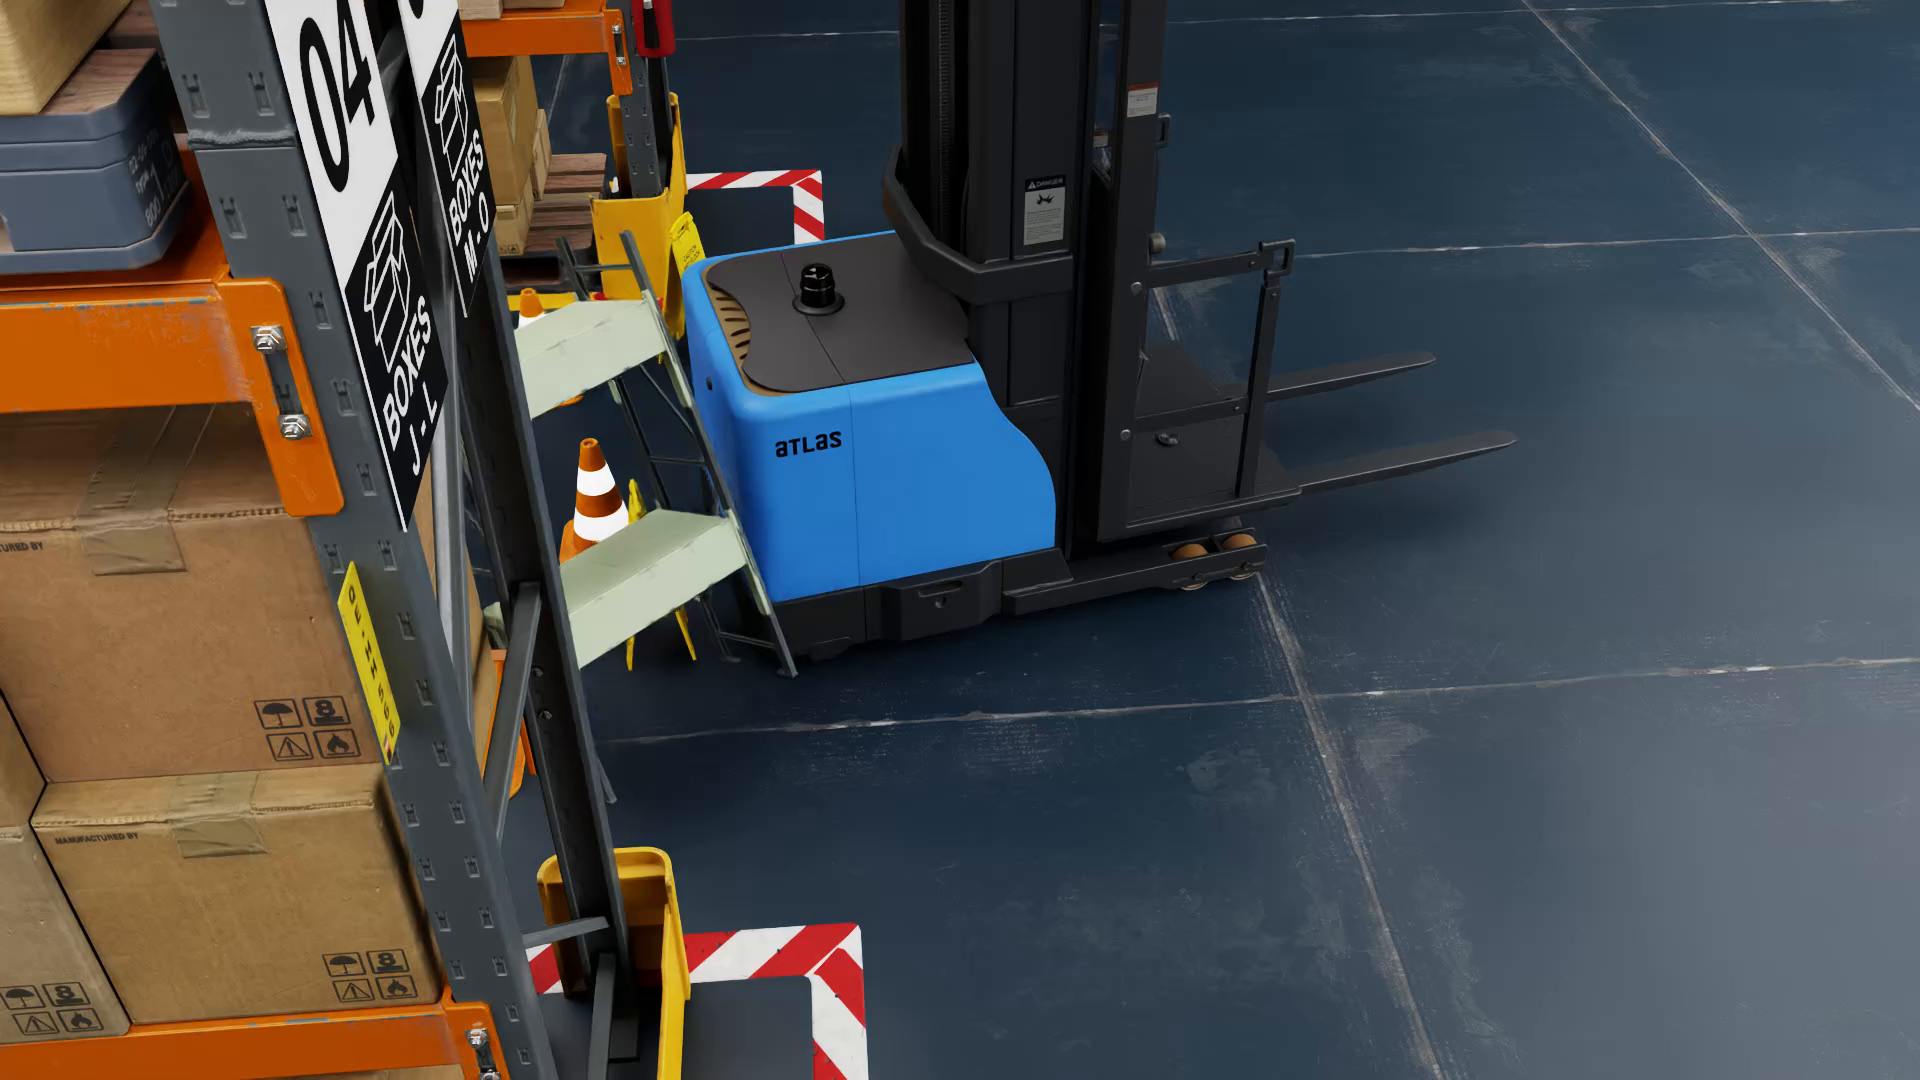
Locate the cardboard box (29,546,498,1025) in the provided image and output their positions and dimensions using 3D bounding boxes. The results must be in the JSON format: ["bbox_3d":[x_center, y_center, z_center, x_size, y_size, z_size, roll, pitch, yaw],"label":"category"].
[{"bbox_3d":[-1.274,0.387,3.217,0.550,0.550,0.875,-3,38,-4],"label":"cardboard box"}]

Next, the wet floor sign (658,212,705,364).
[{"bbox_3d":[-1.163,-1.077,7.094,0.232,0.644,0.267,9,39,12],"label":"wet floor sign"}]

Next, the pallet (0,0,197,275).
[{"bbox_3d":[-1.646,-0.698,2.363,1.213,0.211,1.003,-3,38,-4],"label":"pallet"}]

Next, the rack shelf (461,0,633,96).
[{"bbox_3d":[-3.439,-2.259,7.272,4.000,0.370,1.077,-3,38,-4],"label":"rack shelf"}]

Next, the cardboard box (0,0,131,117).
[{"bbox_3d":[-1.209,-0.658,2.024,0.250,0.149,0.380,-3,38,-4],"label":"cardboard box"}]

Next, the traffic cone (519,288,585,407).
[{"bbox_3d":[-1.761,-0.836,6.936,0.334,0.463,0.336,-3,38,-4],"label":"traffic cone"}]

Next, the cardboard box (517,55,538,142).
[{"bbox_3d":[-2.299,-2.156,7.836,0.500,0.500,0.500,-4,38,-5],"label":"cardboard box"}]

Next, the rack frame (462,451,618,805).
[{"bbox_3d":[-1.369,0.097,4.773,0.400,1.500,0.023,8,33,46],"label":"rack frame"}]

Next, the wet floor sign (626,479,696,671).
[{"bbox_3d":[-1.055,0.098,5.604,0.232,0.644,0.267,-9,39,-12],"label":"wet floor sign"}]

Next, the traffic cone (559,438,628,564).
[{"bbox_3d":[-1.324,-0.170,6.091,0.334,0.463,0.336,-3,38,-4],"label":"traffic cone"}]

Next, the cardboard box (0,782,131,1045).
[{"bbox_3d":[-1.820,0.430,3.162,0.550,0.550,0.875,-3,38,-4],"label":"cardboard box"}]

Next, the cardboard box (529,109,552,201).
[{"bbox_3d":[-2.275,-1.863,8.070,0.500,0.250,0.500,-3,38,-4],"label":"cardboard box"}]

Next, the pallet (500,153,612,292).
[{"bbox_3d":[-2.335,-1.530,8.018,1.213,0.211,1.003,-3,38,-4],"label":"pallet"}]

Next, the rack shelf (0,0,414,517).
[{"bbox_3d":[-2.900,-0.388,2.479,4.000,0.370,1.077,-3,38,-4],"label":"rack shelf"}]

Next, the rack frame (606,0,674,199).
[{"bbox_3d":[-1.447,-2.651,7.188,0.127,3.000,1.000,-3,38,-4],"label":"rack frame"}]

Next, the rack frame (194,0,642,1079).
[{"bbox_3d":[-0.908,0.397,3.325,0.127,3.000,1.000,-3,38,-4],"label":"rack frame"}]

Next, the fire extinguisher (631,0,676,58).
[{"bbox_3d":[-1.292,-2.343,6.860,0.183,0.674,0.296,-3,38,-4],"label":"fire extinguisher"}]

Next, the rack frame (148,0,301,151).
[{"bbox_3d":[-0.908,-1.958,1.466,0.127,3.000,1.000,-3,38,-4],"label":"rack frame"}]

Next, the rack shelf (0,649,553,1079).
[{"bbox_3d":[-2.900,0.790,3.408,4.000,0.370,1.077,-3,38,-4],"label":"rack shelf"}]

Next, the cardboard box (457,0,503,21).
[{"bbox_3d":[-2.043,-2.318,6.969,0.250,0.149,0.380,-4,38,-5],"label":"cardboard box"}]

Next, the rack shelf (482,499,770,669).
[{"bbox_3d":[-1.030,0.215,5.107,0.431,0.370,0.720,8,33,46],"label":"rack shelf"}]

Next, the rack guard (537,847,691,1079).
[{"bbox_3d":[-0.884,1.377,4.101,0.348,0.500,1.175,-3,38,-4],"label":"rack guard"}]

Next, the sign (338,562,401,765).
[{"bbox_3d":[-0.874,0.185,2.467,0.005,0.325,0.100,-3,38,-4],"label":"sign"}]

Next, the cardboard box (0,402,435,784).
[{"bbox_3d":[-1.281,-0.089,2.948,0.550,0.550,0.875,-3,38,-4],"label":"cardboard box"}]

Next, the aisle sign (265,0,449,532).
[{"bbox_3d":[-0.811,-0.442,2.290,0.004,0.787,0.394,-3,38,-4],"label":"aisle sign"}]

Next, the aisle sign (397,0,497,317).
[{"bbox_3d":[-0.864,-0.812,2.759,0.004,0.787,0.394,-3,38,-4],"label":"aisle sign"}]

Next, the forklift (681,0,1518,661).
[{"bbox_3d":[0.599,-1.270,5.493,3.031,2.935,1.130,-11,40,-14],"label":"forklift"}]

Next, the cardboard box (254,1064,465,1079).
[{"bbox_3d":[-1.578,1.145,3.754,0.875,0.875,0.875,-3,38,-4],"label":"cardboard box"}]

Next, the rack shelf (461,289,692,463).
[{"bbox_3d":[-1.233,-0.417,4.837,0.431,0.370,0.720,8,33,46],"label":"rack shelf"}]

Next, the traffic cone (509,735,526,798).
[{"bbox_3d":[-1.563,0.546,5.184,0.334,0.463,0.336,-3,38,-4],"label":"traffic cone"}]

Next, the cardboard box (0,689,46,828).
[{"bbox_3d":[-1.821,-0.002,2.838,0.550,0.550,0.875,-3,38,-4],"label":"cardboard box"}]

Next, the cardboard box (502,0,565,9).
[{"bbox_3d":[-1.801,-2.400,7.073,0.250,0.149,0.380,-2,38,-2],"label":"cardboard box"}]

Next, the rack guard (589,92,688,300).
[{"bbox_3d":[-1.523,-1.666,7.957,0.348,0.500,1.175,-3,38,-4],"label":"rack guard"}]

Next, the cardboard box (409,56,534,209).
[{"bbox_3d":[-2.222,-1.826,7.418,0.500,0.500,0.500,-3,38,-4],"label":"cardboard box"}]

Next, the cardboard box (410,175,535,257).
[{"bbox_3d":[-2.252,-1.525,7.642,0.500,0.250,0.500,-3,38,-4],"label":"cardboard box"}]

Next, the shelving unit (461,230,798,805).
[{"bbox_3d":[-1.122,-0.073,4.984,0.431,1.500,0.755,8,33,46],"label":"shelving unit"}]

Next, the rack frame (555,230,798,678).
[{"bbox_3d":[-0.876,-0.242,5.195,0.400,1.500,0.023,8,33,46],"label":"rack frame"}]
